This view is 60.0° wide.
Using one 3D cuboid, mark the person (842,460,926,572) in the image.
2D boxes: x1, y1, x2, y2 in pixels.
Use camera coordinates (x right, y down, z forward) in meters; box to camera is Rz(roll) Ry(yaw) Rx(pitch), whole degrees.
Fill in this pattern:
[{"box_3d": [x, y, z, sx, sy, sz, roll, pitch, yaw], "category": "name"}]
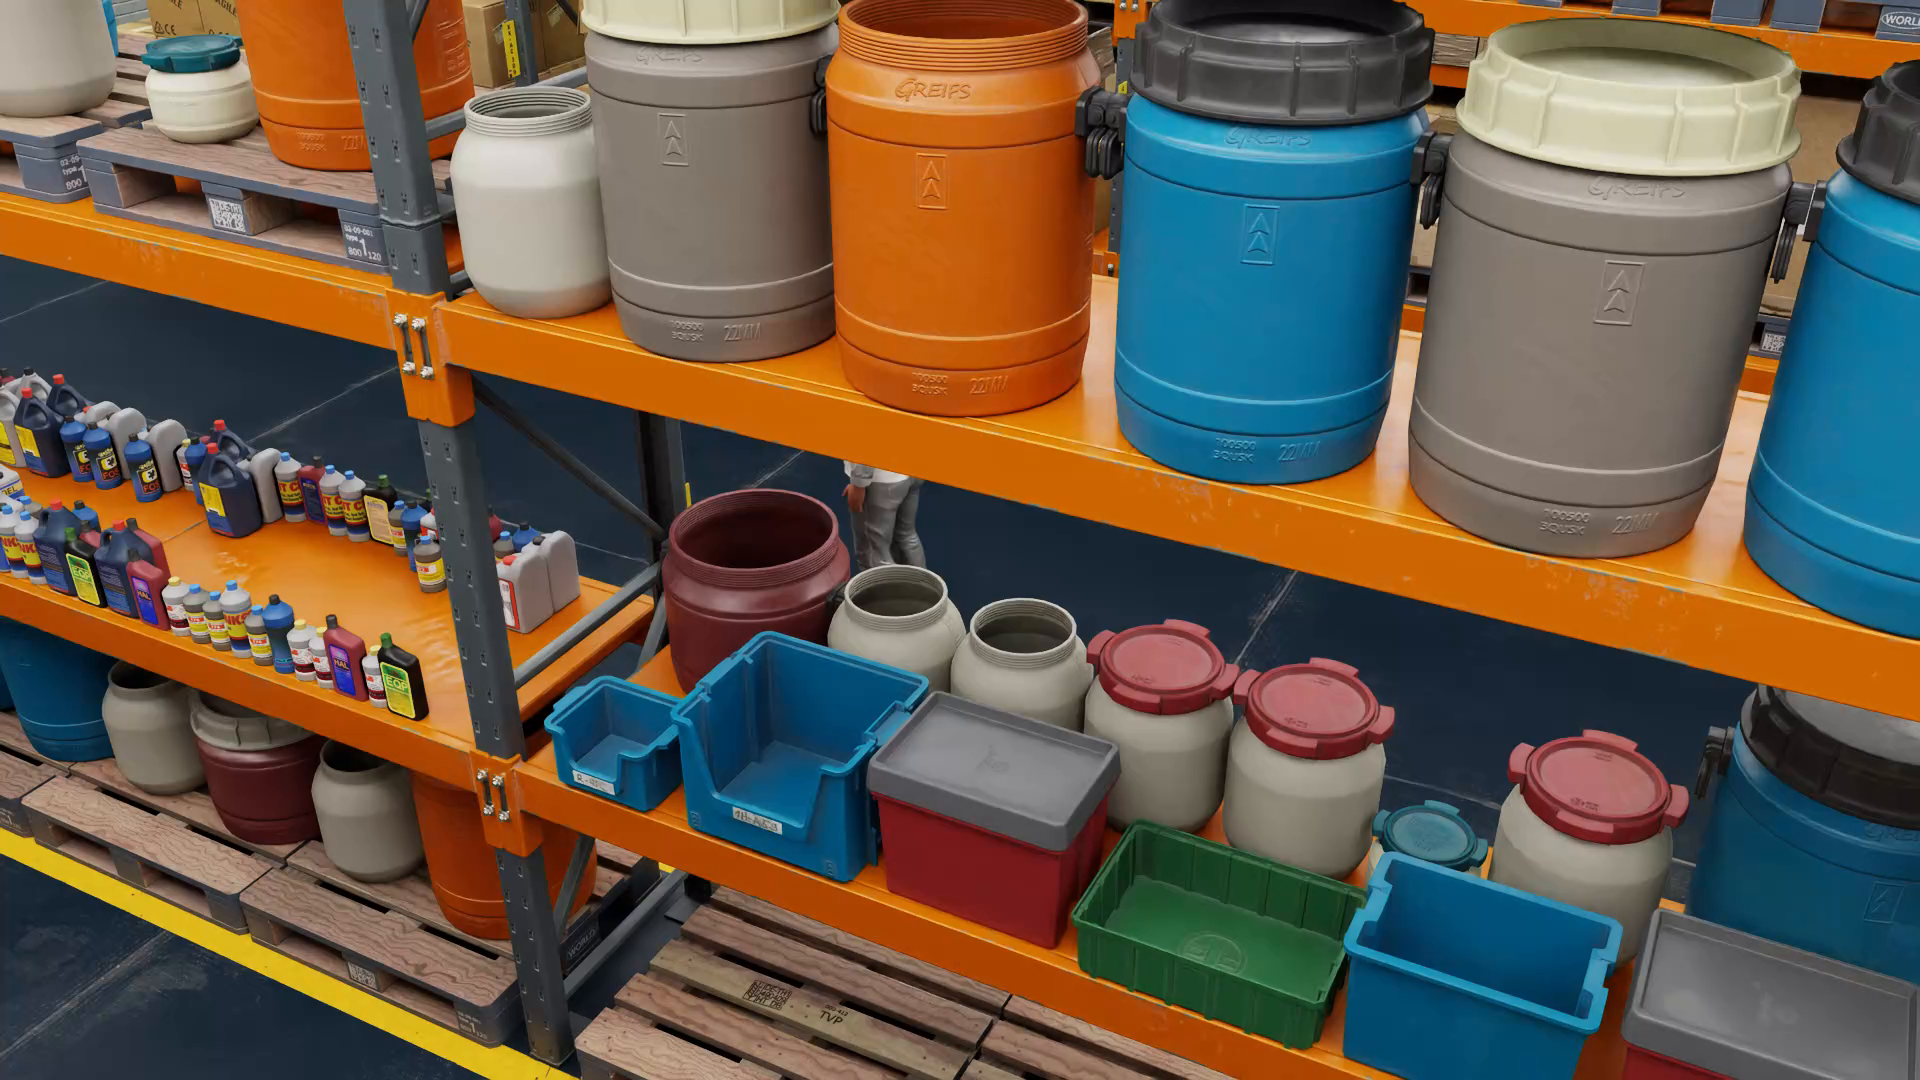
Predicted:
[{"box_3d": [-0.347, -0.331, 7.687, 0.360, 1.766, 0.530, 15, 33, 24], "category": "person"}]
